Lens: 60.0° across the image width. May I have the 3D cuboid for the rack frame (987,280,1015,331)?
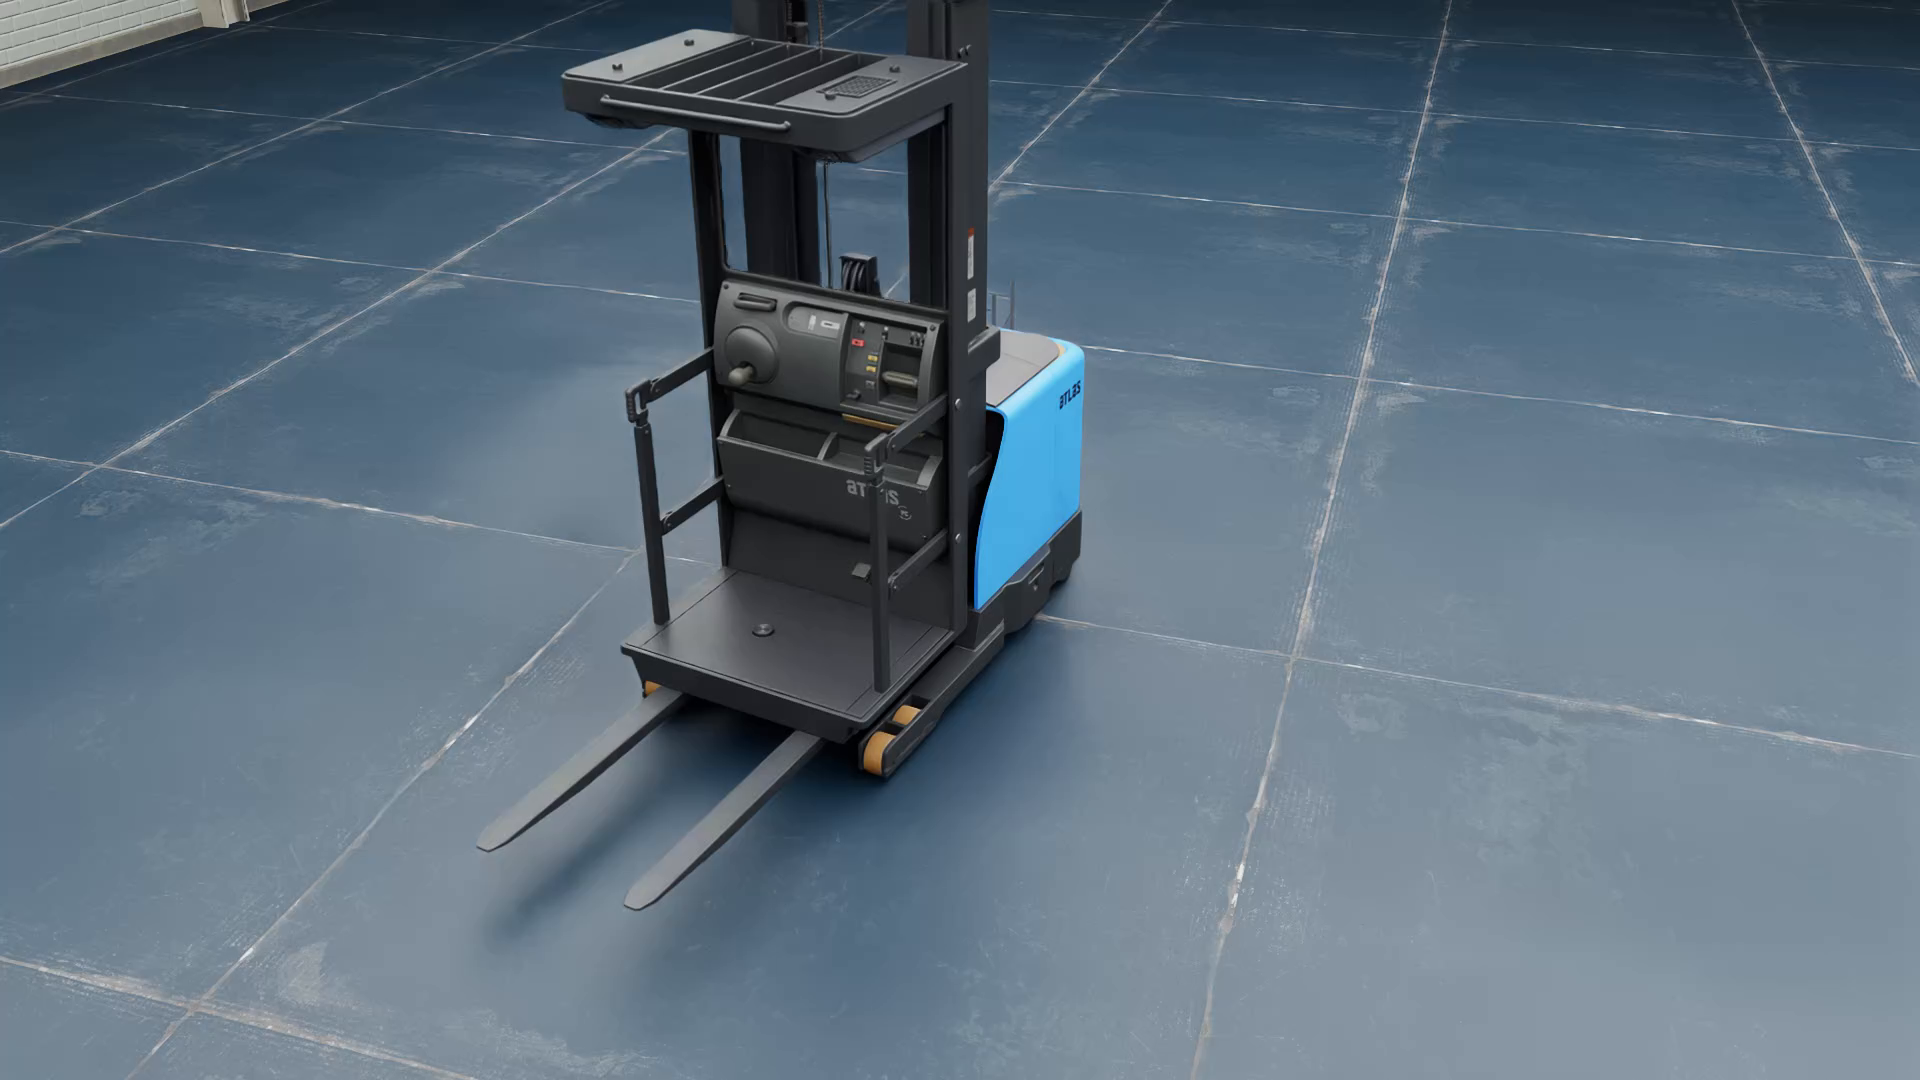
[{"bbox_3d":[0.137,-0.646,7.677,0.240,1.200,0.006,14,32,24],"label":"rack frame"}]

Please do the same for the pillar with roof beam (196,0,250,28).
[{"bbox_3d":[-3.636,-8.775,14.267,9.100,9.000,0.400,8,30,15],"label":"pillar with roof beam"}]

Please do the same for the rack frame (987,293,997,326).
[{"bbox_3d":[0.051,-0.567,7.536,0.240,1.200,0.006,14,32,24],"label":"rack frame"}]

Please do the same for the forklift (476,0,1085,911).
[{"bbox_3d":[-0.594,-0.652,5.907,1.130,2.935,3.031,14,32,24],"label":"forklift"}]

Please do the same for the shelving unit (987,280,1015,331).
[{"bbox_3d":[0.094,-0.607,7.606,0.258,1.200,0.189,14,32,24],"label":"shelving unit"}]
